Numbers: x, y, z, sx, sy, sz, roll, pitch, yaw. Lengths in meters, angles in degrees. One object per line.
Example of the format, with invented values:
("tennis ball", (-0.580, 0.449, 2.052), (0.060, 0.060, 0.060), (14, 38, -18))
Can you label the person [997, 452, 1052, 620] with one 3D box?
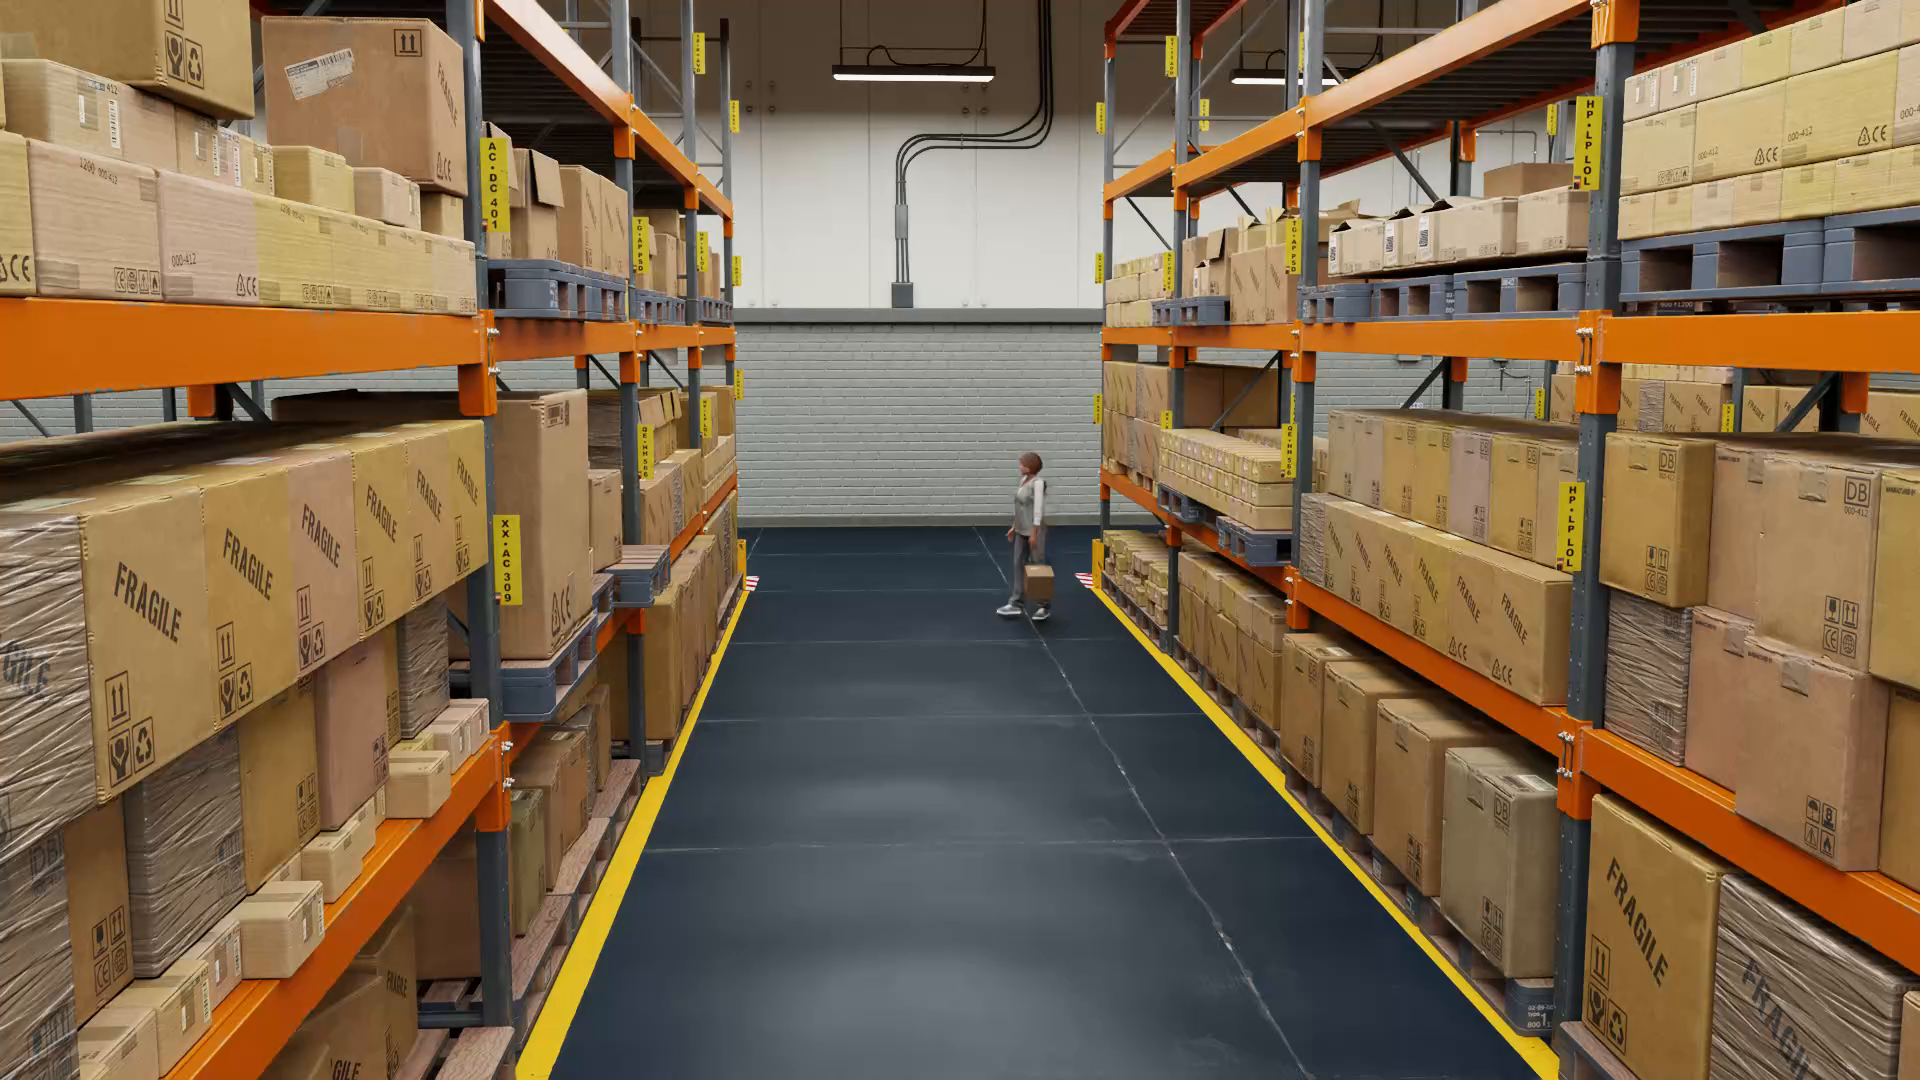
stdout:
("person", (0.625, -0.048, 15.995), (0.490, 1.603, 0.487), (-3, 8, -22))
